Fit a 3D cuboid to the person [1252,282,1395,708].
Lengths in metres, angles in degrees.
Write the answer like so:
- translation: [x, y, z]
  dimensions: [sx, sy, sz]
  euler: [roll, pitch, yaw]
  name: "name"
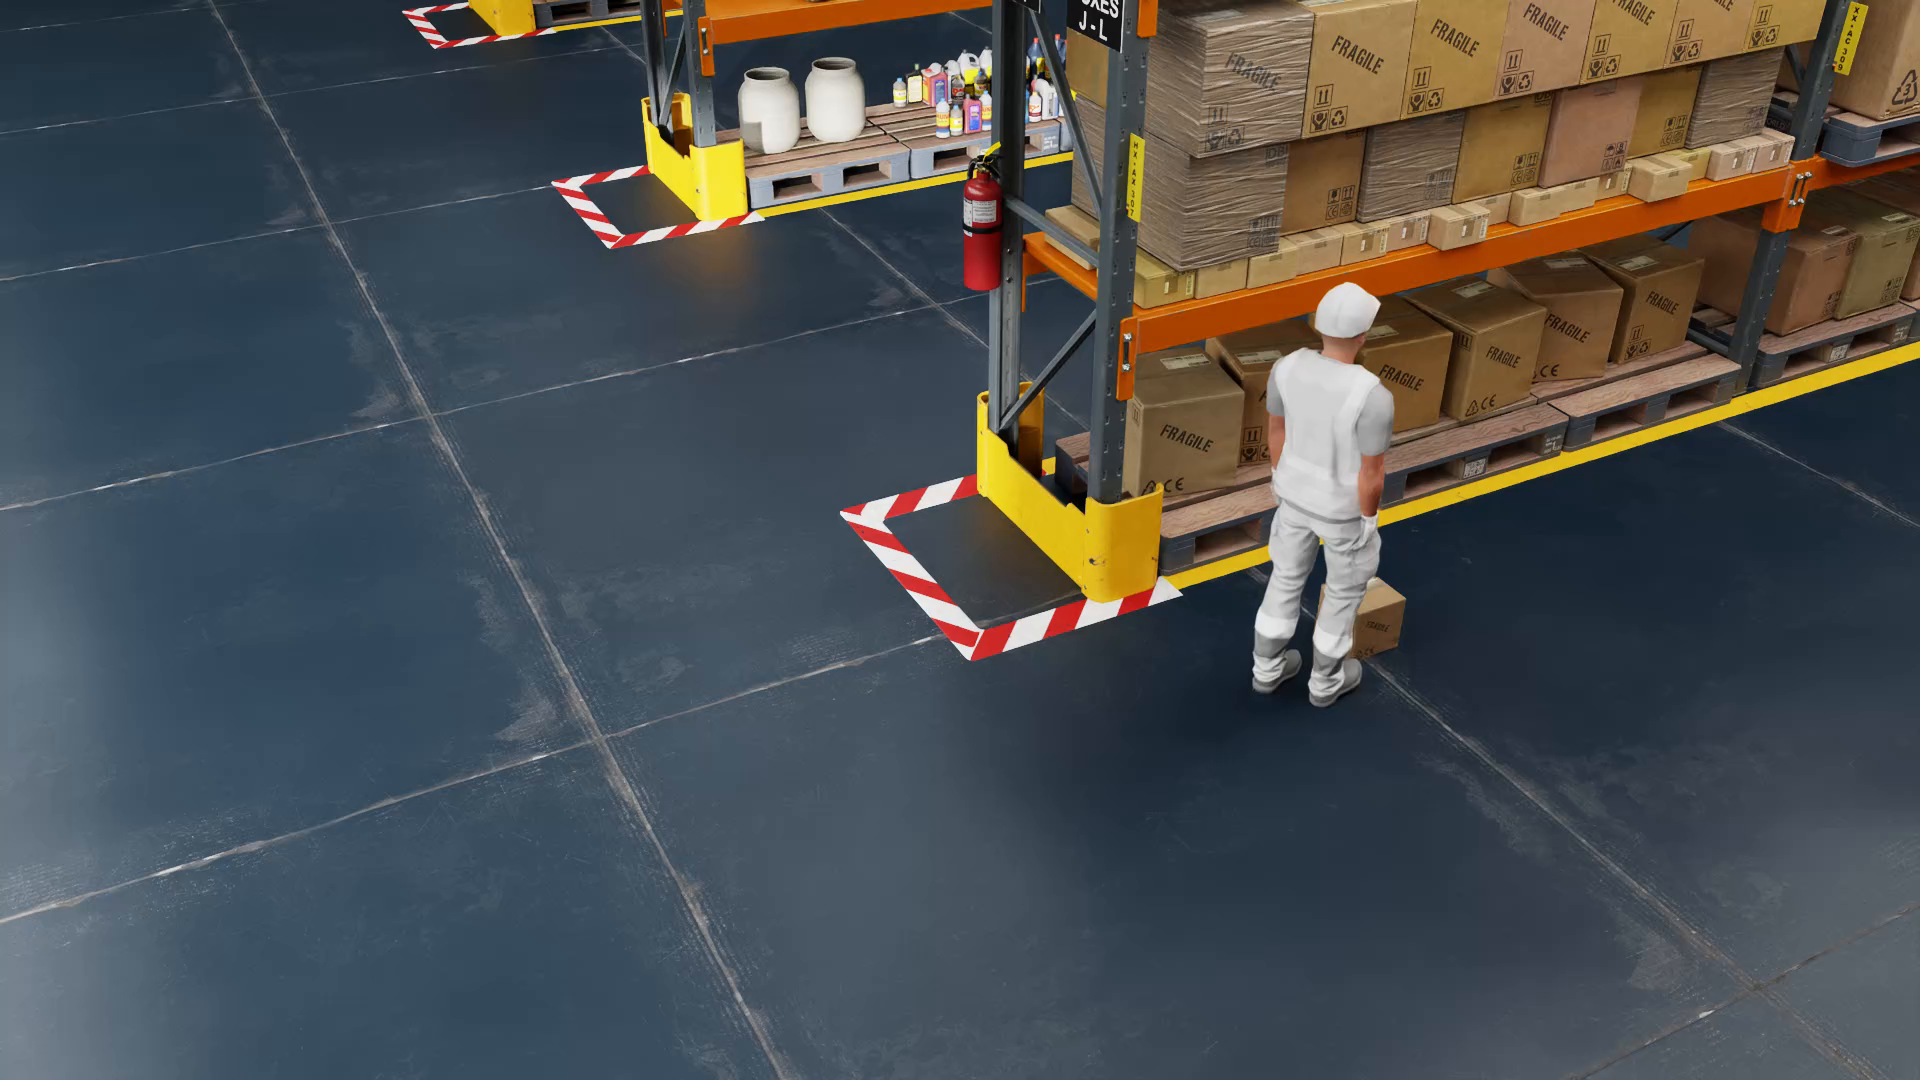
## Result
- translation: [1.407, -0.164, 6.379]
  dimensions: [0.524, 1.792, 0.390]
  euler: [28, 42, 36]
  name: "person"
